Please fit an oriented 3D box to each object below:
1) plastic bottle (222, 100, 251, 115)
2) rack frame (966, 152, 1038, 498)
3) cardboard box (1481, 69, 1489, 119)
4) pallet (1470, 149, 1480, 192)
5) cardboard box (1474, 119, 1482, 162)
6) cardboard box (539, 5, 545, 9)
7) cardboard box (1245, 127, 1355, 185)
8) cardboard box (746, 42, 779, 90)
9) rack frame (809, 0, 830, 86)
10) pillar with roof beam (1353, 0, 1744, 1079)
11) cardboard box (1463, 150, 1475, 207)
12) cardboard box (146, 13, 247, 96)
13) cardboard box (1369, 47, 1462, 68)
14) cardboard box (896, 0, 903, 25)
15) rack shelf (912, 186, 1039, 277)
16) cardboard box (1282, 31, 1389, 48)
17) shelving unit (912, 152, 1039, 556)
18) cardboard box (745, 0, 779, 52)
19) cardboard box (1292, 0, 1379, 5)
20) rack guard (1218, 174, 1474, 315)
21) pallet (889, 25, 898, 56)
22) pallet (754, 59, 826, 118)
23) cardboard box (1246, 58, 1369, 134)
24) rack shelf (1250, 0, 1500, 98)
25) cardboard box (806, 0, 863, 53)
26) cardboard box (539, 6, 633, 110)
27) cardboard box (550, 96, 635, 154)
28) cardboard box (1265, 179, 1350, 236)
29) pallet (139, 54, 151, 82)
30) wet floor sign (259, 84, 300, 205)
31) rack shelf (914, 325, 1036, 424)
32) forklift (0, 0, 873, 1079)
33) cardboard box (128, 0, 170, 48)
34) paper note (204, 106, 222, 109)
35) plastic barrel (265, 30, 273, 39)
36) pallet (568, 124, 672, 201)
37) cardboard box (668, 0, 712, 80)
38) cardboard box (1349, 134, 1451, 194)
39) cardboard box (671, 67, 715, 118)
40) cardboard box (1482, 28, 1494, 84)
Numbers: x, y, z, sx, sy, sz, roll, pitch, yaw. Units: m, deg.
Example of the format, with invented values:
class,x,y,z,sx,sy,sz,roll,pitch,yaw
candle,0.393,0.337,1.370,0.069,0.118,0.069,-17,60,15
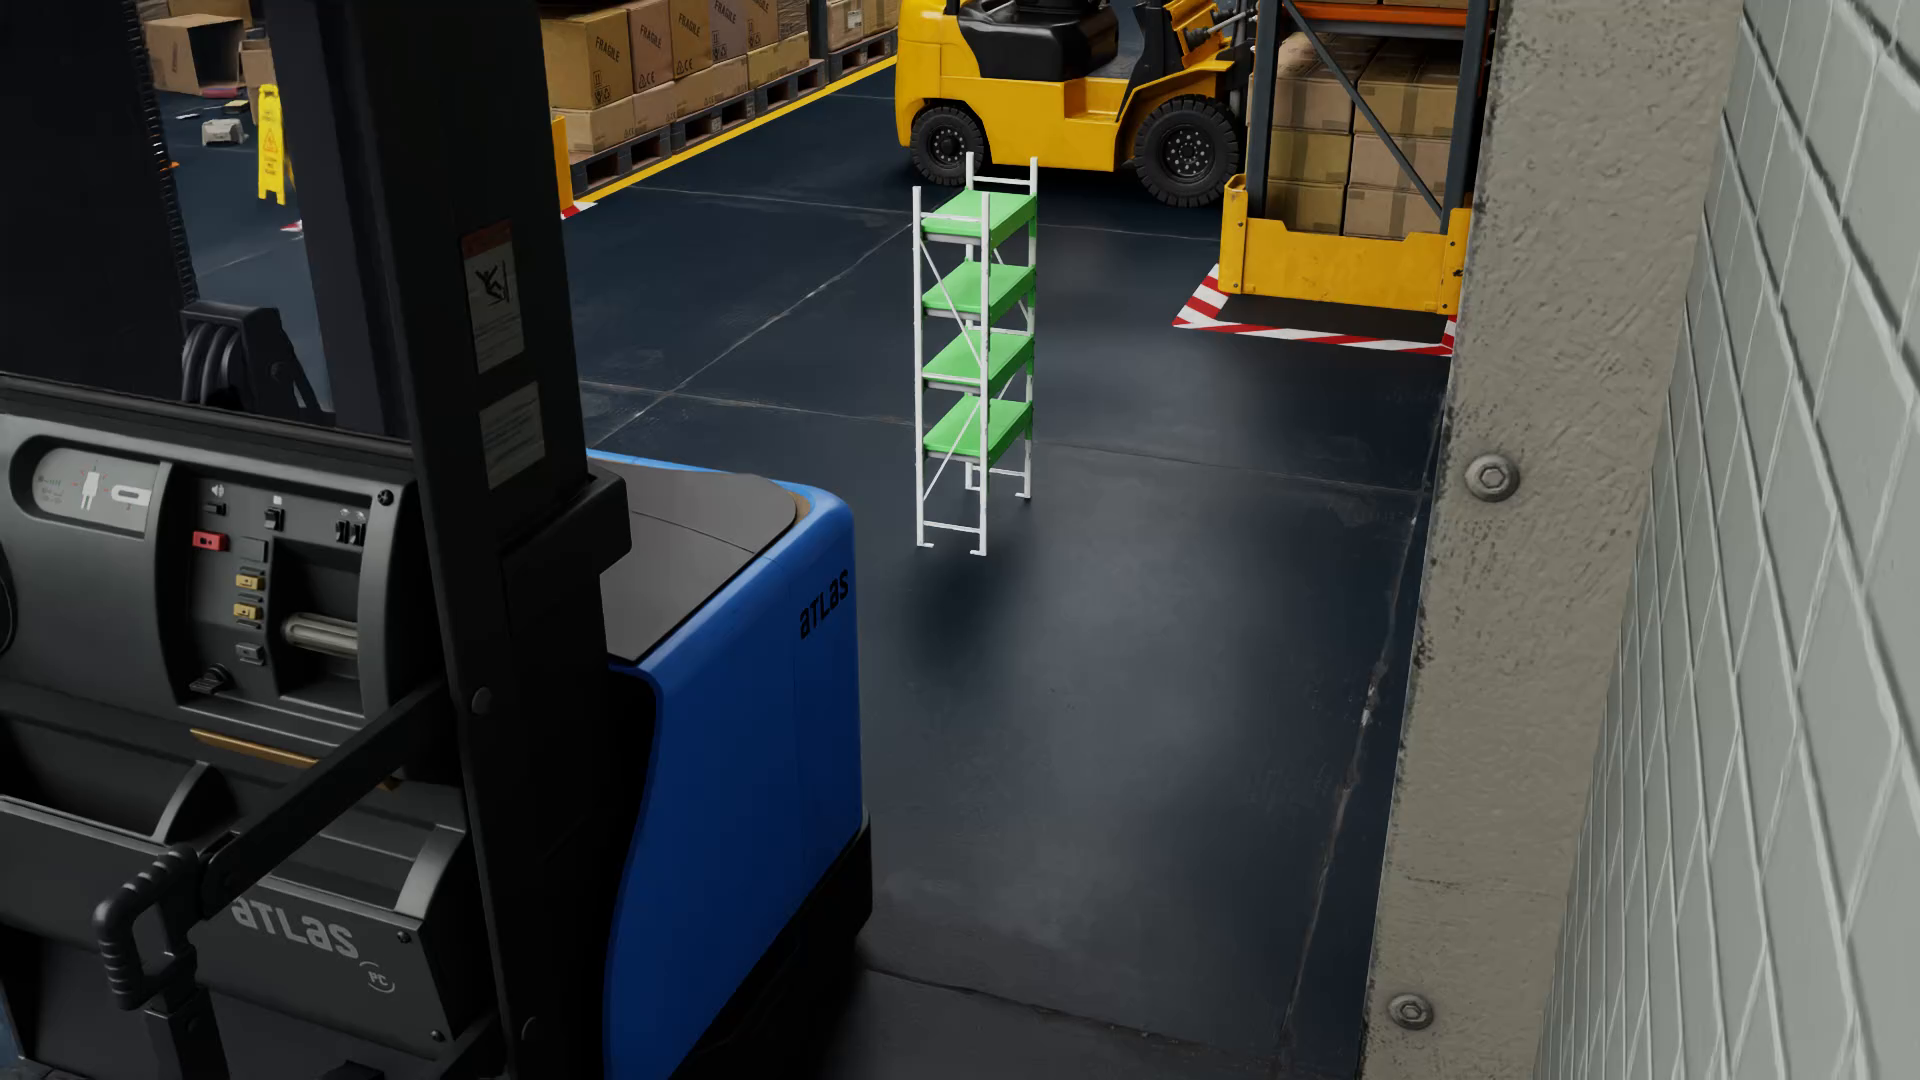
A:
class,x,y,z,sx,sy,sz,roll,pitch,yaw
plastic bottle,-5.165,-3.106,11.911,0.133,0.061,0.283,0,26,-1
rack frame,0.136,-0.708,5.653,0.240,1.200,0.015,9,27,17
cardboard box,2.708,-2.514,9.417,0.500,0.250,0.500,9,27,17
pallet,2.475,-2.115,9.692,1.003,0.211,1.213,9,27,17
cardboard box,2.706,-2.297,9.542,0.500,0.250,0.500,9,27,18
cardboard box,-2.809,-2.924,9.977,0.500,0.500,0.500,9,27,18
cardboard box,1.719,-1.972,8.296,0.500,0.250,0.500,8,27,17
cardboard box,-1.610,-3.361,11.740,0.500,0.250,0.500,8,27,16
rack frame,-1.499,-4.912,12.269,1.000,3.000,0.127,9,27,17
pillar with roof beam,-3.122,-3.564,2.601,9.100,9.000,0.400,9,27,17
cardboard box,2.394,-1.878,8.677,0.500,0.250,0.500,9,27,18
cardboard box,-5.749,-3.678,12.585,0.500,0.500,0.500,14,29,26
cardboard box,2.354,-2.327,8.457,0.500,0.250,0.500,9,27,18
cardboard box,-0.861,-4.716,14.398,0.950,0.372,0.625,10,27,19
rack shelf,0.055,-0.983,5.264,0.258,0.148,0.480,9,27,17
cardboard box,2.034,-2.605,9.031,0.500,0.250,0.500,9,27,18
shelving unit,0.055,-0.608,5.445,0.258,1.200,0.503,9,27,17
cardboard box,-1.610,-3.710,11.599,0.500,0.500,0.500,9,27,18
cardboard box,1.768,-2.835,7.865,0.500,0.500,0.500,8,27,16
rack guard,1.844,-1.415,7.915,1.175,0.500,0.348,9,27,17
pallet,-0.837,-4.480,14.577,1.003,0.211,1.213,9,27,17
pallet,-1.689,-3.376,12.296,1.003,0.211,1.213,9,27,17
cardboard box,1.711,-2.186,8.165,0.500,0.250,0.500,10,27,19
rack shelf,2.518,-3.048,9.245,1.077,0.370,4.000,9,27,17
cardboard box,-1.326,-4.134,13.196,0.950,0.372,0.625,9,27,18
cardboard box,-2.293,-2.858,9.841,0.500,0.500,0.500,8,27,16
cardboard box,-2.301,-2.511,9.984,0.500,0.250,0.500,9,27,17
cardboard box,1.711,-1.740,8.392,0.500,0.250,0.500,9,27,18
pallet,-6.931,-3.529,12.613,1.003,0.211,1.213,9,27,17
wet floor sign,-3.902,-2.286,9.546,0.267,0.644,0.232,20,32,35
rack shelf,0.055,-0.551,5.473,0.258,0.148,0.480,9,27,17
forklift,-1.209,0.068,2.062,1.130,2.935,3.031,10,28,19
cardboard box,-6.772,-4.202,12.758,0.875,0.875,0.875,9,27,18
paper note,-5.391,-3.121,12.000,0.123,0.001,0.032,-20,33,-36
plastic barrel,-5.131,-3.740,12.805,0.421,0.421,0.512,-14,29,-27
pallet,-2.501,-2.373,10.225,1.003,0.211,1.213,9,27,17
cardboard box,-1.949,-3.279,10.709,0.500,0.500,0.500,9,27,18
cardboard box,2.205,-1.889,8.126,0.500,0.250,0.500,9,27,18
cardboard box,-1.954,-2.946,10.882,0.500,0.250,0.500,11,28,21
cardboard box,2.707,-2.741,9.311,0.500,0.250,0.500,8,27,16
